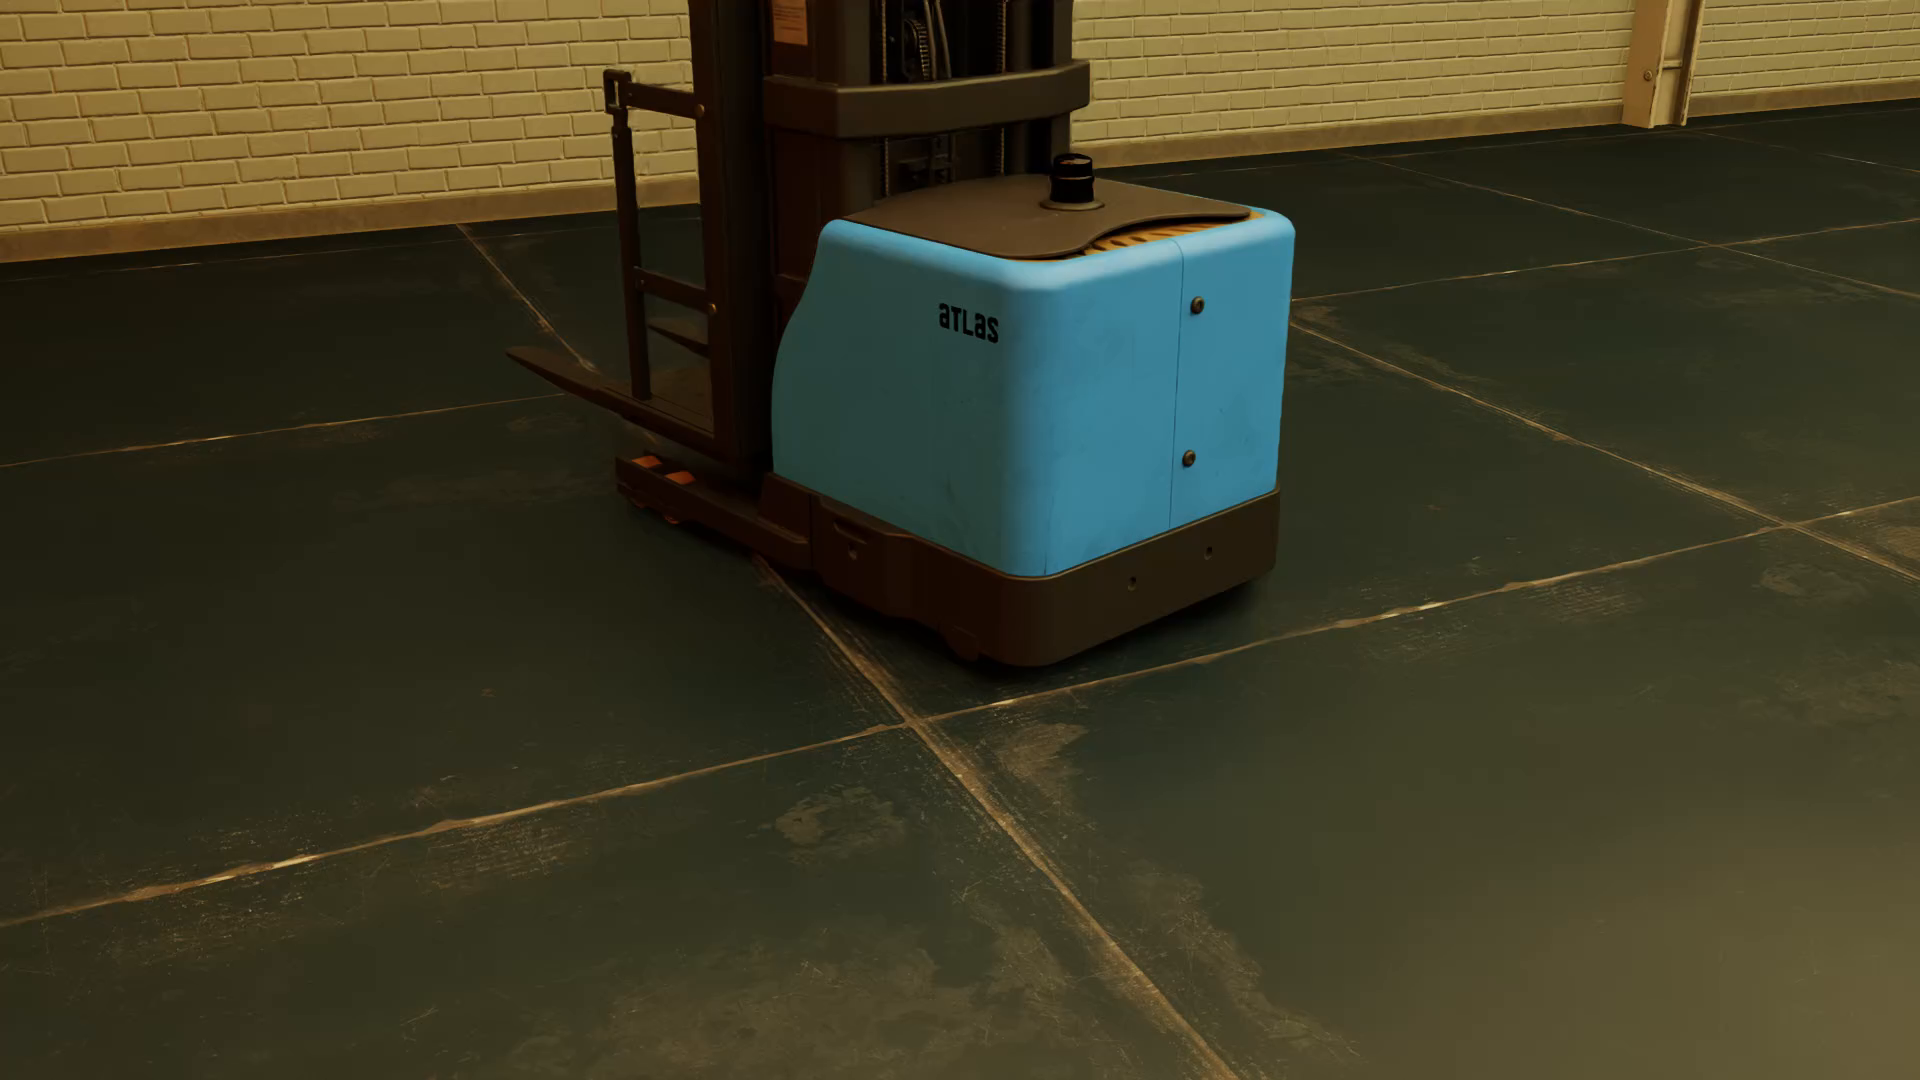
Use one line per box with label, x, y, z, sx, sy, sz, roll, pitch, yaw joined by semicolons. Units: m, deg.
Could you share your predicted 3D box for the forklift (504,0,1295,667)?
forklift;-0.457;-1.519;4.941;1.130;2.935;3.031;-19;29;-38
